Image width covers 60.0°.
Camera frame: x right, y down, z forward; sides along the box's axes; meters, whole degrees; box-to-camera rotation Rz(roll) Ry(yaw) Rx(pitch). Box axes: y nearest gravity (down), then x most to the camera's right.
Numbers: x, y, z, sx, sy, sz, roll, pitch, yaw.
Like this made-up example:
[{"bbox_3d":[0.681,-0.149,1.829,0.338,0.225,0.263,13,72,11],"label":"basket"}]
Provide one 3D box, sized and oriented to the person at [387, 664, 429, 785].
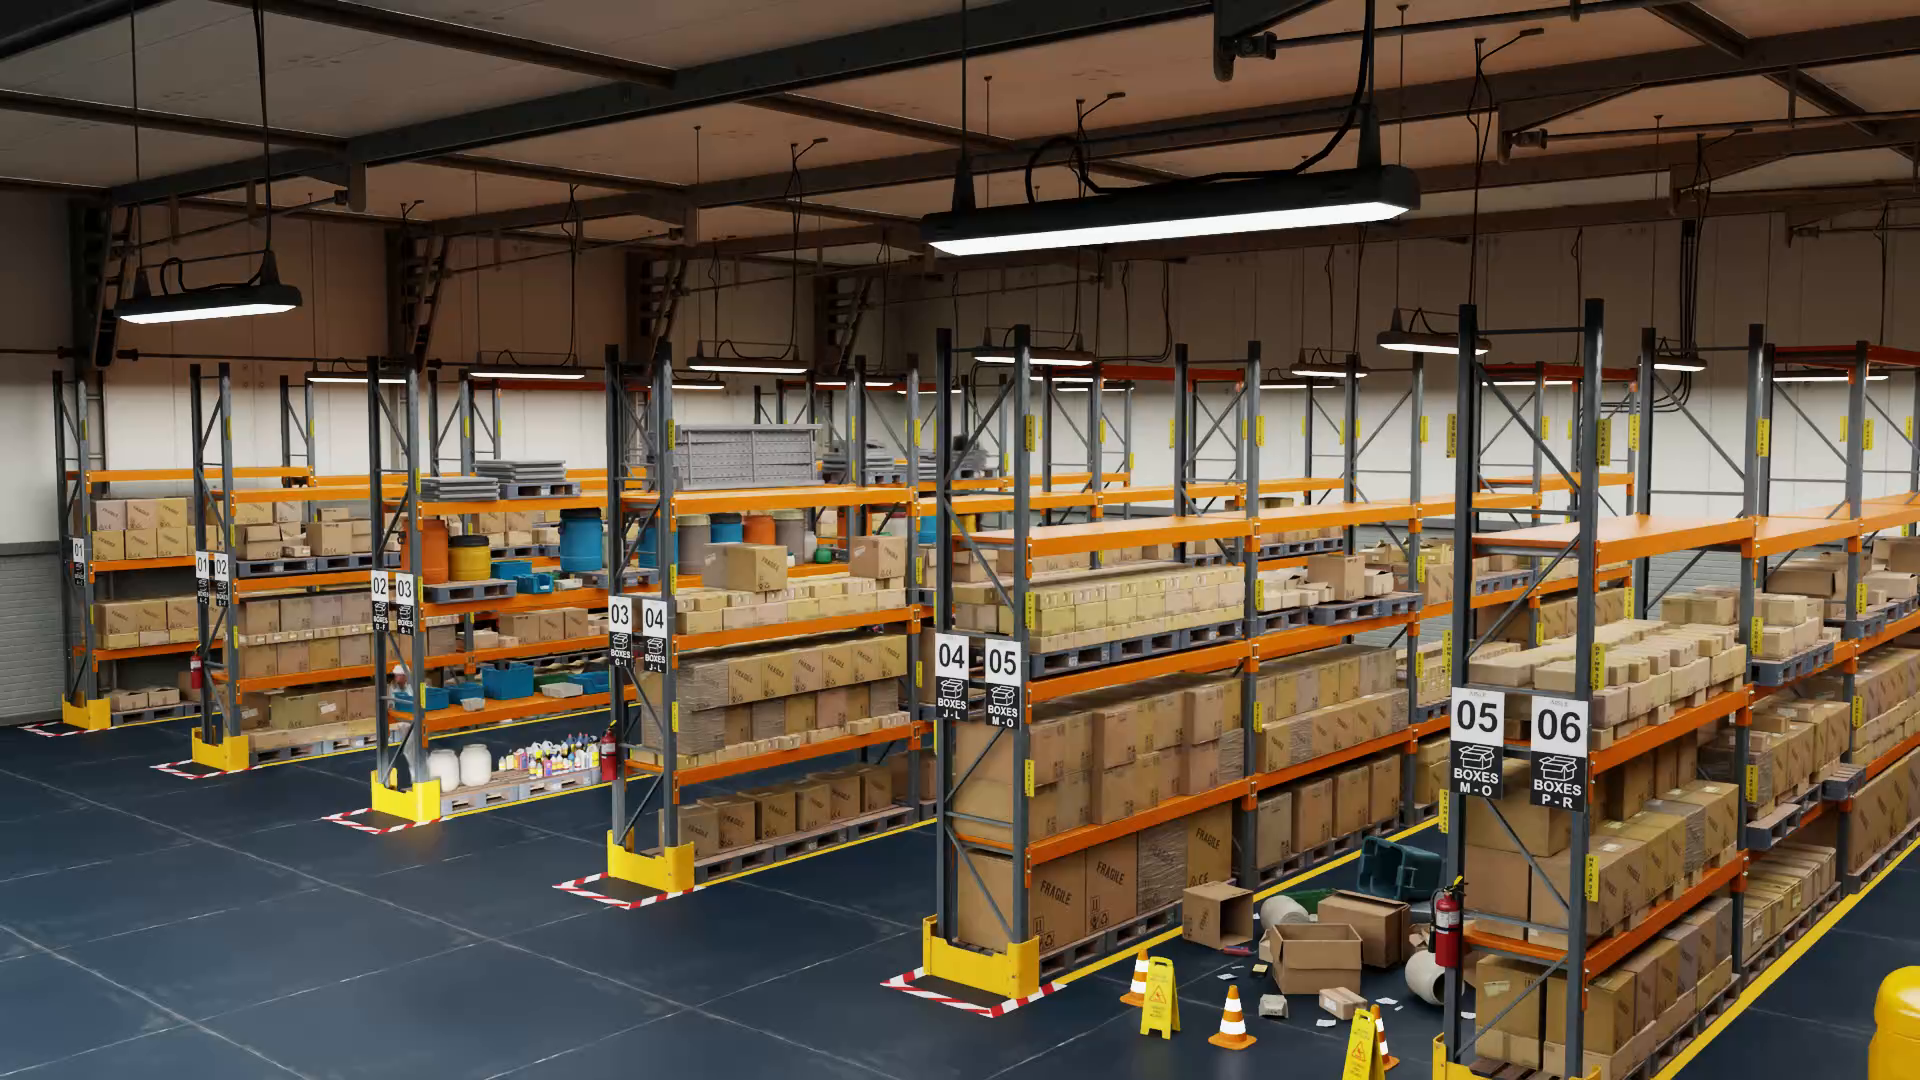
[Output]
[{"bbox_3d":[-7.814,2.593,23.635,0.592,1.722,0.940,2,4,22],"label":"person"}]
